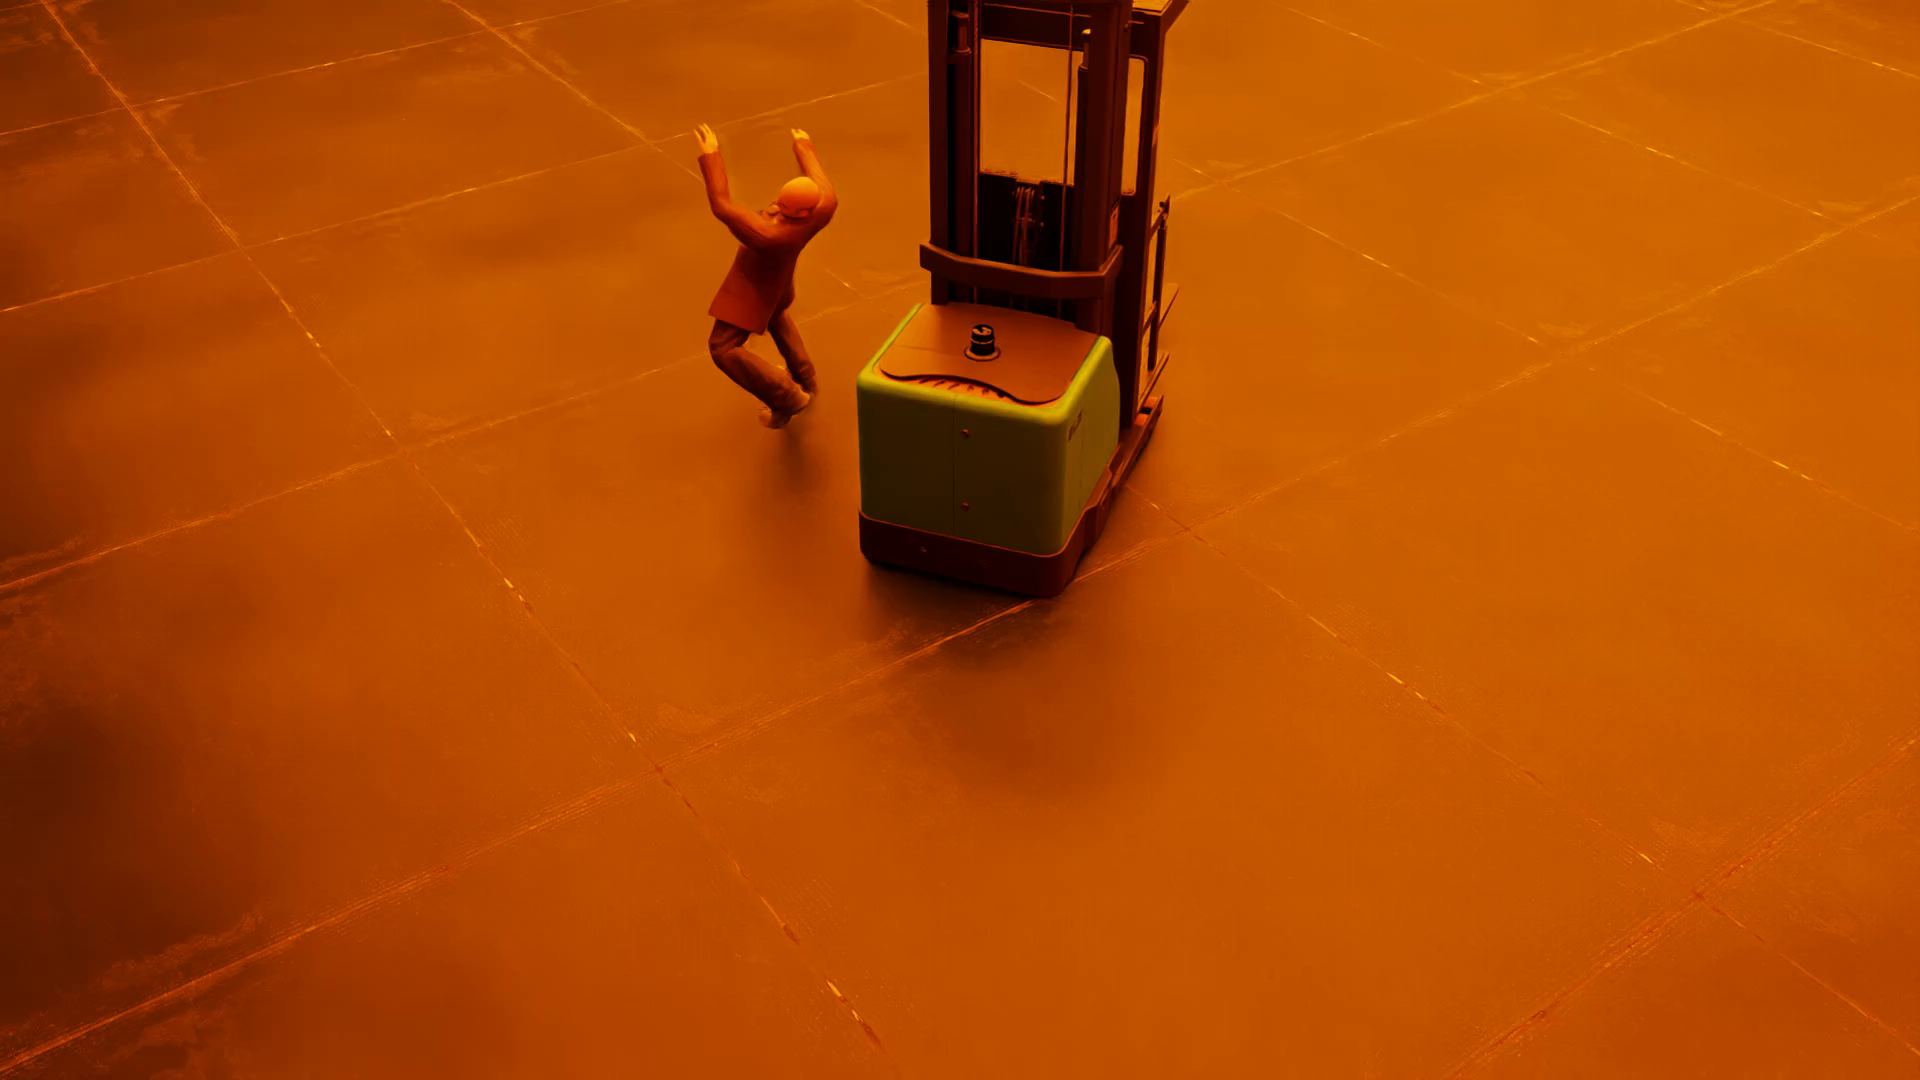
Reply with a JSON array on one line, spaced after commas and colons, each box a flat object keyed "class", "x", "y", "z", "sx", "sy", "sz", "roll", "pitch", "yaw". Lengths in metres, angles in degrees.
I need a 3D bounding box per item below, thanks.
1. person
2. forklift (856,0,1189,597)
[{"class": "person", "x": -0.934, "y": -1.545, "z": 9.088, "sx": 0.674, "sy": 1.641, "sz": 1.105, "roll": 14, "pitch": 39, "yaw": 18}, {"class": "forklift", "x": 0.491, "y": -1.784, "z": 8.357, "sx": 1.130, "sy": 2.935, "sz": 3.031, "roll": 12, "pitch": 38, "yaw": 16}]
